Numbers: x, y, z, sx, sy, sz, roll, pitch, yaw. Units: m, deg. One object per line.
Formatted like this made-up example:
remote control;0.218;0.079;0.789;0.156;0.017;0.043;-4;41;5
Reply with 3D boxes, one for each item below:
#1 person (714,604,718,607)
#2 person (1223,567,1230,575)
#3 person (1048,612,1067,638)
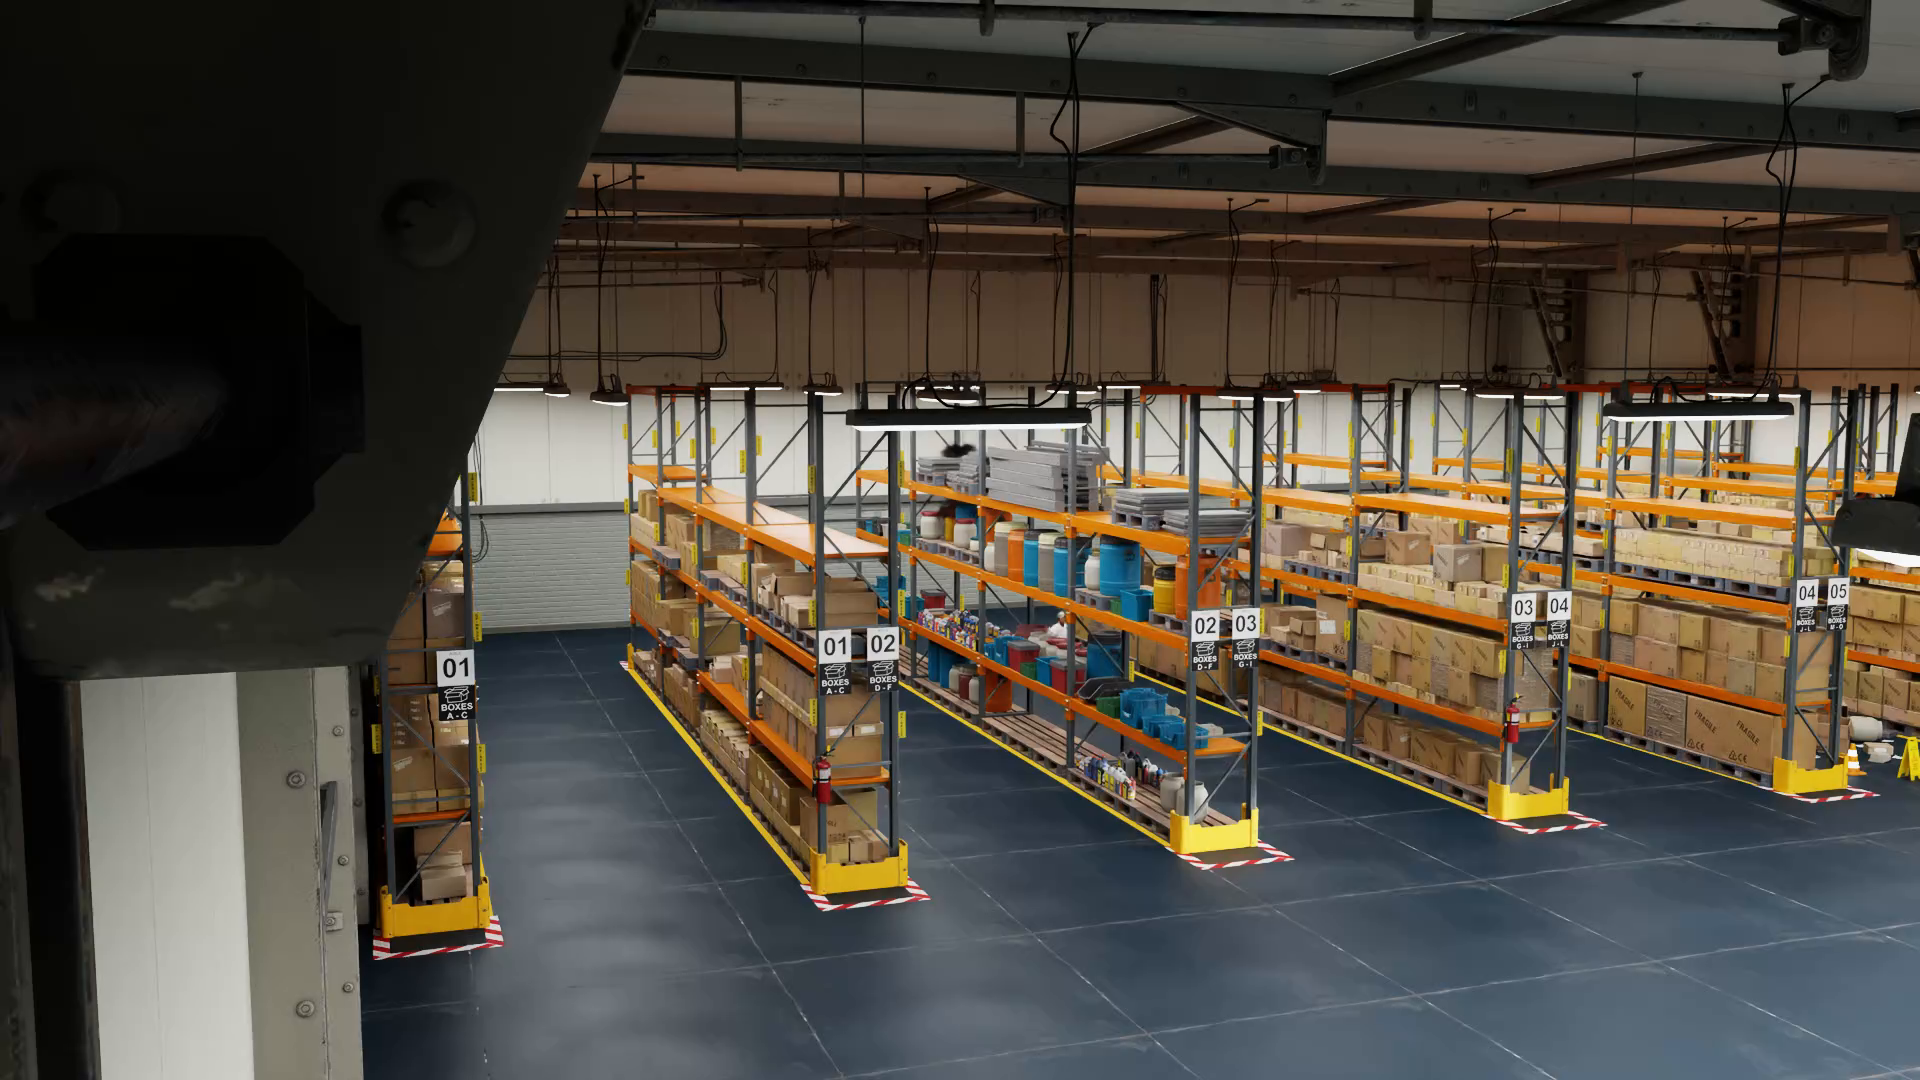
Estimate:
person;-5.276;1.754;36.108;0.813;1.758;0.757;2;6;19
person;6.599;1.347;41.029;0.664;1.548;0.672;-4;7;-32
person;1.938;2.214;32.266;0.587;1.661;0.981;-3;7;-25
